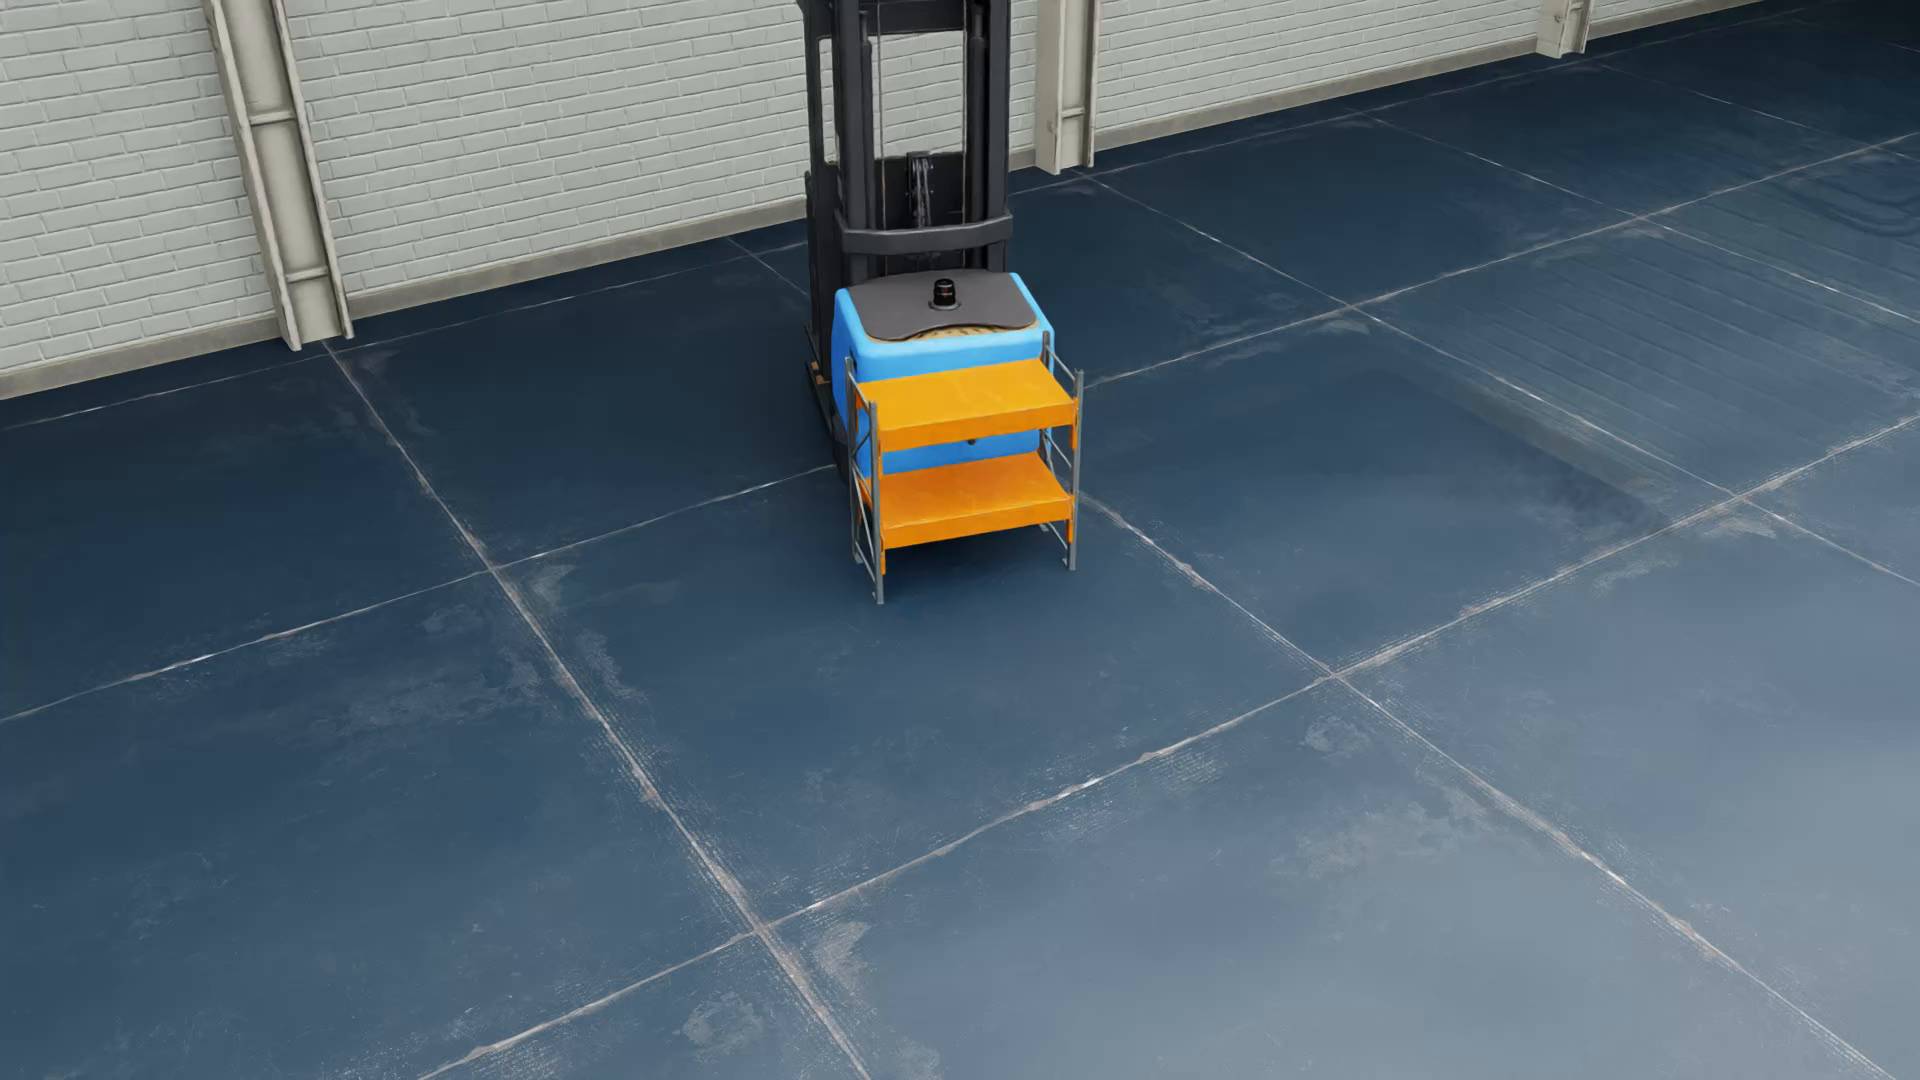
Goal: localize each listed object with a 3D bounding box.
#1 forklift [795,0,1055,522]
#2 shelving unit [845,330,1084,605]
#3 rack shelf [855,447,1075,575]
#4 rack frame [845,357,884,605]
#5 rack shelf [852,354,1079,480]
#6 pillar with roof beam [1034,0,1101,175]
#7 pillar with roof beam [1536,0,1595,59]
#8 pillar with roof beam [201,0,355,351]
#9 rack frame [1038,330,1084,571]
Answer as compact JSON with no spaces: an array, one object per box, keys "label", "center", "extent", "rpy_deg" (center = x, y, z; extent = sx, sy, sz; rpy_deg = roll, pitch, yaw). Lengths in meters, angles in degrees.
[{"label":"forklift","center":[-0.328,-2.106,9.341],"extent":[1.130,2.935,3.031],"rpy_deg":[-7,33,-11]},{"label":"shelving unit","center":[0.015,-0.364,8.272],"extent":[1.048,1.125,0.538],"rpy_deg":[-10,33,-15]},{"label":"rack shelf","center":[0.015,-0.157,8.403],"extent":[1.000,0.278,0.538],"rpy_deg":[-10,33,-15]},{"label":"rack frame","center":[-0.469,-0.282,8.143],"extent":[0.032,1.125,0.500],"rpy_deg":[-10,33,-15]},{"label":"rack shelf","center":[0.015,-0.611,8.116],"extent":[1.000,0.278,0.538],"rpy_deg":[-10,33,-15]},{"label":"pillar with roof beam","center":[3.180,-4.944,8.153],"extent":[0.400,9.000,9.100],"rpy_deg":[-19,37,-27]},{"label":"pillar with roof beam","center":[8.223,-6.678,10.902],"extent":[0.400,9.000,9.100],"rpy_deg":[-19,37,-27]},{"label":"pillar with roof beam","center":[-1.863,-3.209,5.403],"extent":[0.400,9.000,9.100],"rpy_deg":[-19,37,-27]},{"label":"rack frame","center":[0.500,-0.445,8.402],"extent":[0.032,1.125,0.500],"rpy_deg":[-10,33,-15]}]
